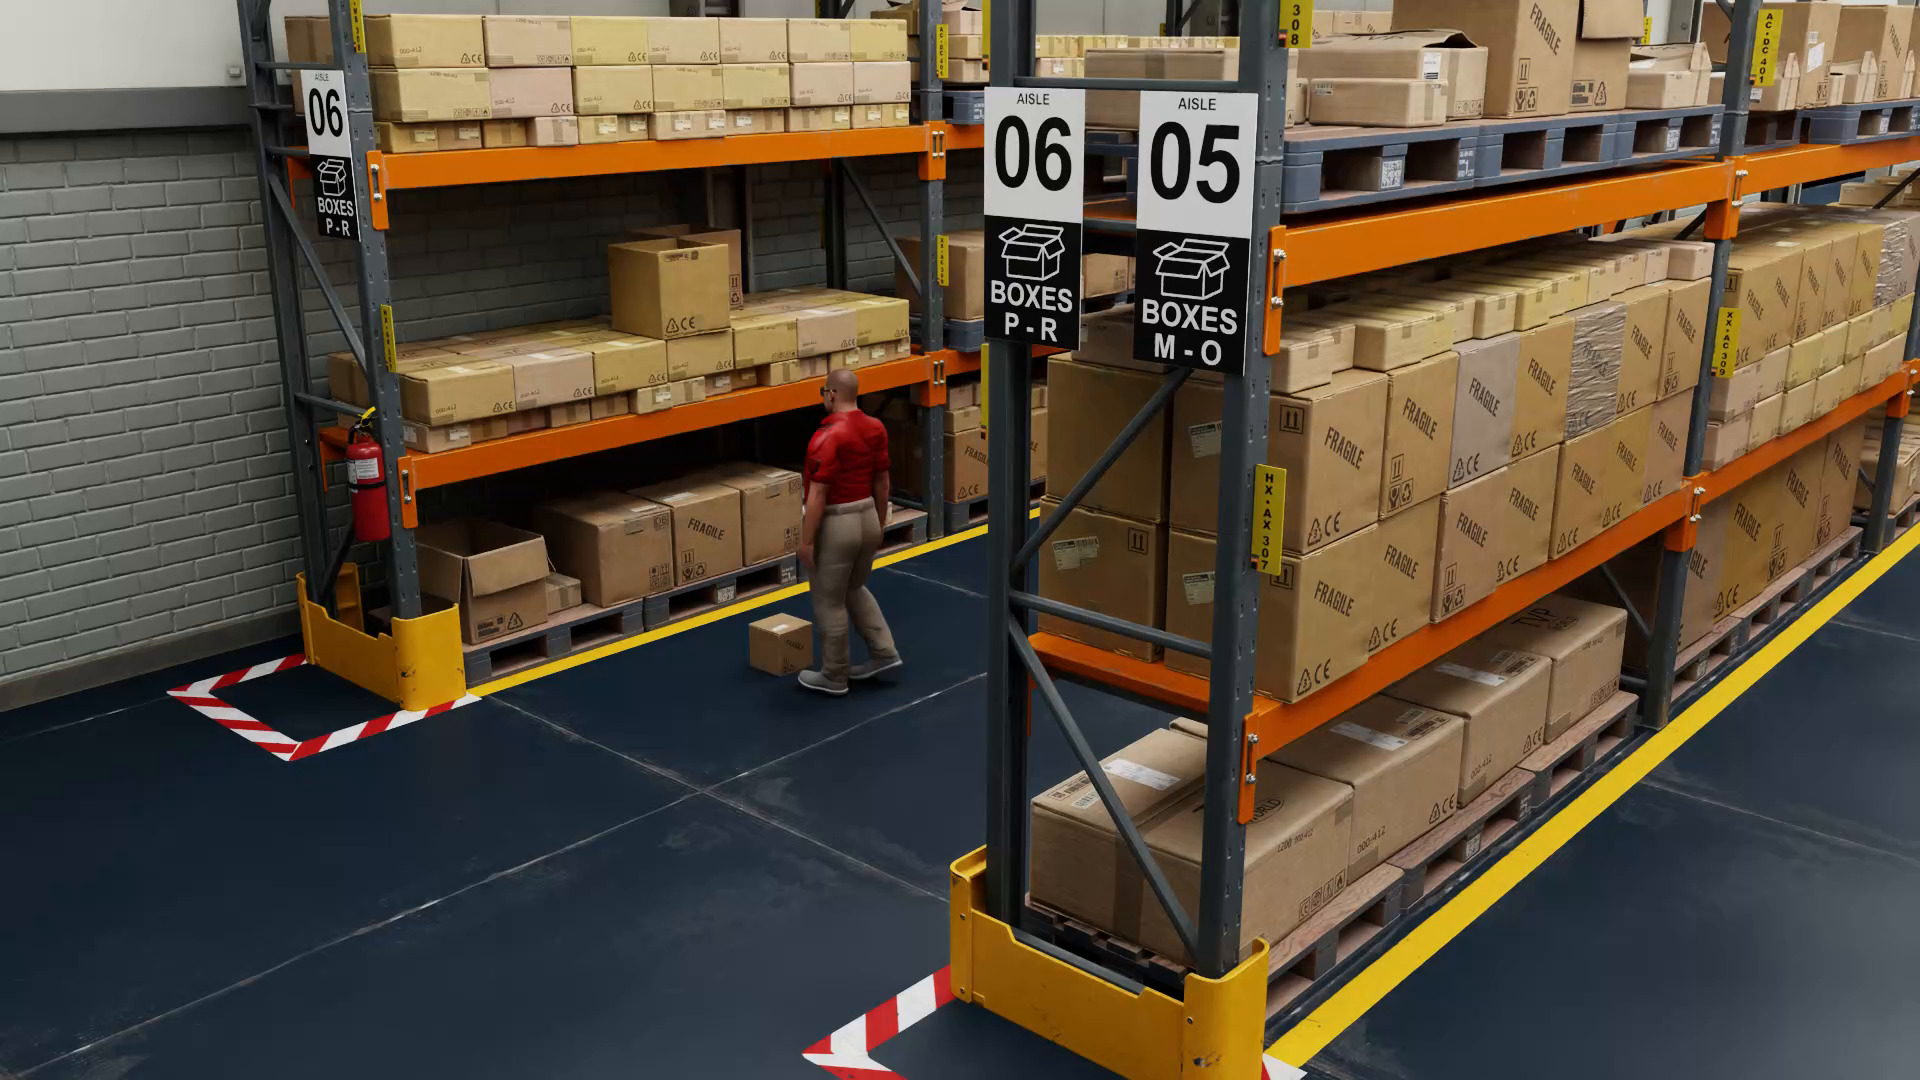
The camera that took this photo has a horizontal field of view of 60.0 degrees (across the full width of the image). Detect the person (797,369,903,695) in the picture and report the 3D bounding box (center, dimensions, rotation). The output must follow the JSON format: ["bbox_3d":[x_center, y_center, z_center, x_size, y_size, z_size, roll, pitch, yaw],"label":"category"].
[{"bbox_3d":[-0.630,-0.042,8.673,0.458,1.723,0.562,12,21,35],"label":"person"}]
